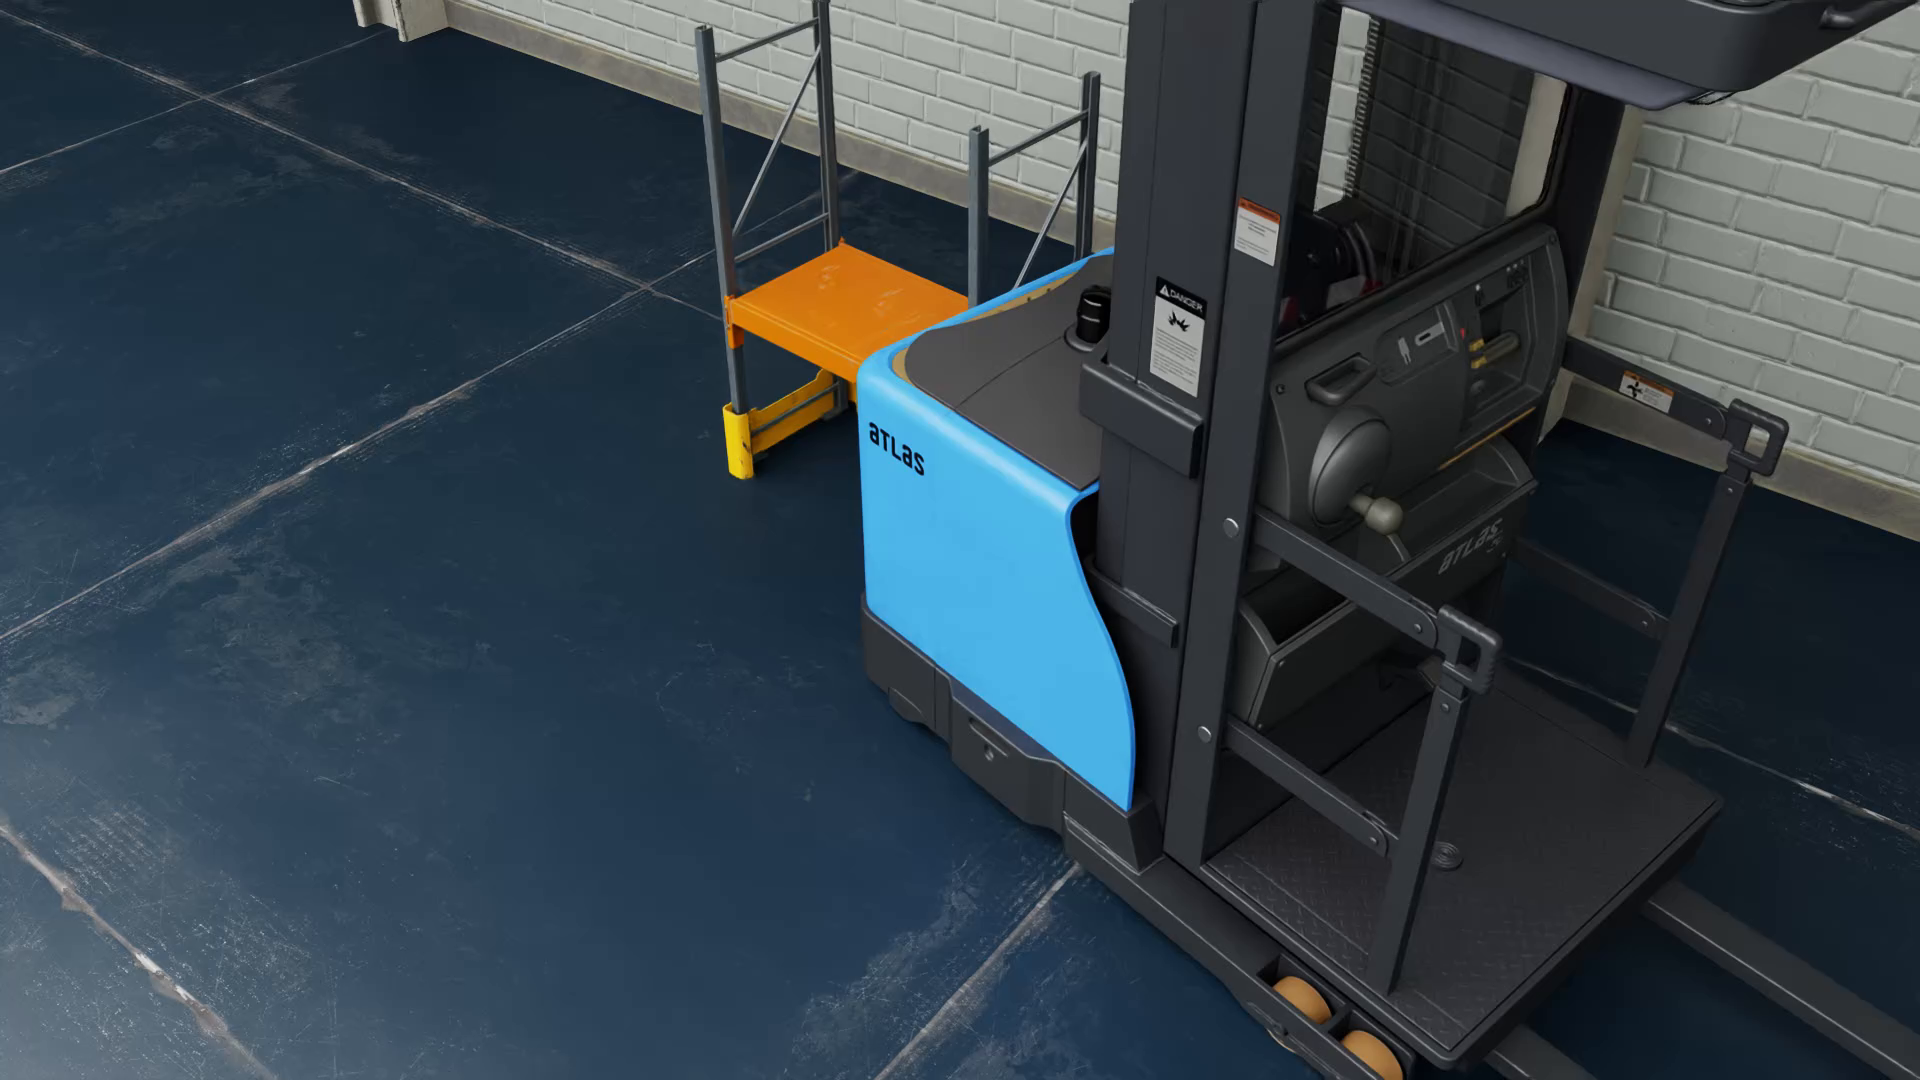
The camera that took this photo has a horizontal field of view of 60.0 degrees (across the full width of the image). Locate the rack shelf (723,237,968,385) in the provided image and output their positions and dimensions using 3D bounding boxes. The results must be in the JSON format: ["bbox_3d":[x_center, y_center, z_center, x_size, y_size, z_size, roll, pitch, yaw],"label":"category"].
[{"bbox_3d":[-0.185,-0.598,5.089,1.000,0.185,0.538,28,46,31],"label":"rack shelf"}]

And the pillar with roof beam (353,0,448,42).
[{"bbox_3d":[-5.512,-4.129,3.225,0.400,9.000,9.100,25,45,29],"label":"pillar with roof beam"}]

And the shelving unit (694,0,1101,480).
[{"bbox_3d":[-0.178,-0.736,4.973,1.083,1.500,0.587,28,46,31],"label":"shelving unit"}]

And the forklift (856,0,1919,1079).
[{"bbox_3d":[1.076,-0.264,3.210,1.130,2.935,3.031,-28,46,-31],"label":"forklift"}]

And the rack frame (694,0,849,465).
[{"bbox_3d":[-0.566,-0.946,5.242,0.032,1.500,0.500,28,46,31],"label":"rack frame"}]

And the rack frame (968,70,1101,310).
[{"bbox_3d":[0.197,-0.533,4.714,0.032,1.500,0.500,28,46,31],"label":"rack frame"}]

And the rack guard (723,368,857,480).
[{"bbox_3d":[-0.552,-0.446,5.617,0.087,0.250,0.587,28,46,31],"label":"rack guard"}]

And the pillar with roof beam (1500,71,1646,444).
[{"bbox_3d":[-0.746,-1.882,0.354,0.400,9.000,9.100,25,45,29],"label":"pillar with roof beam"}]
